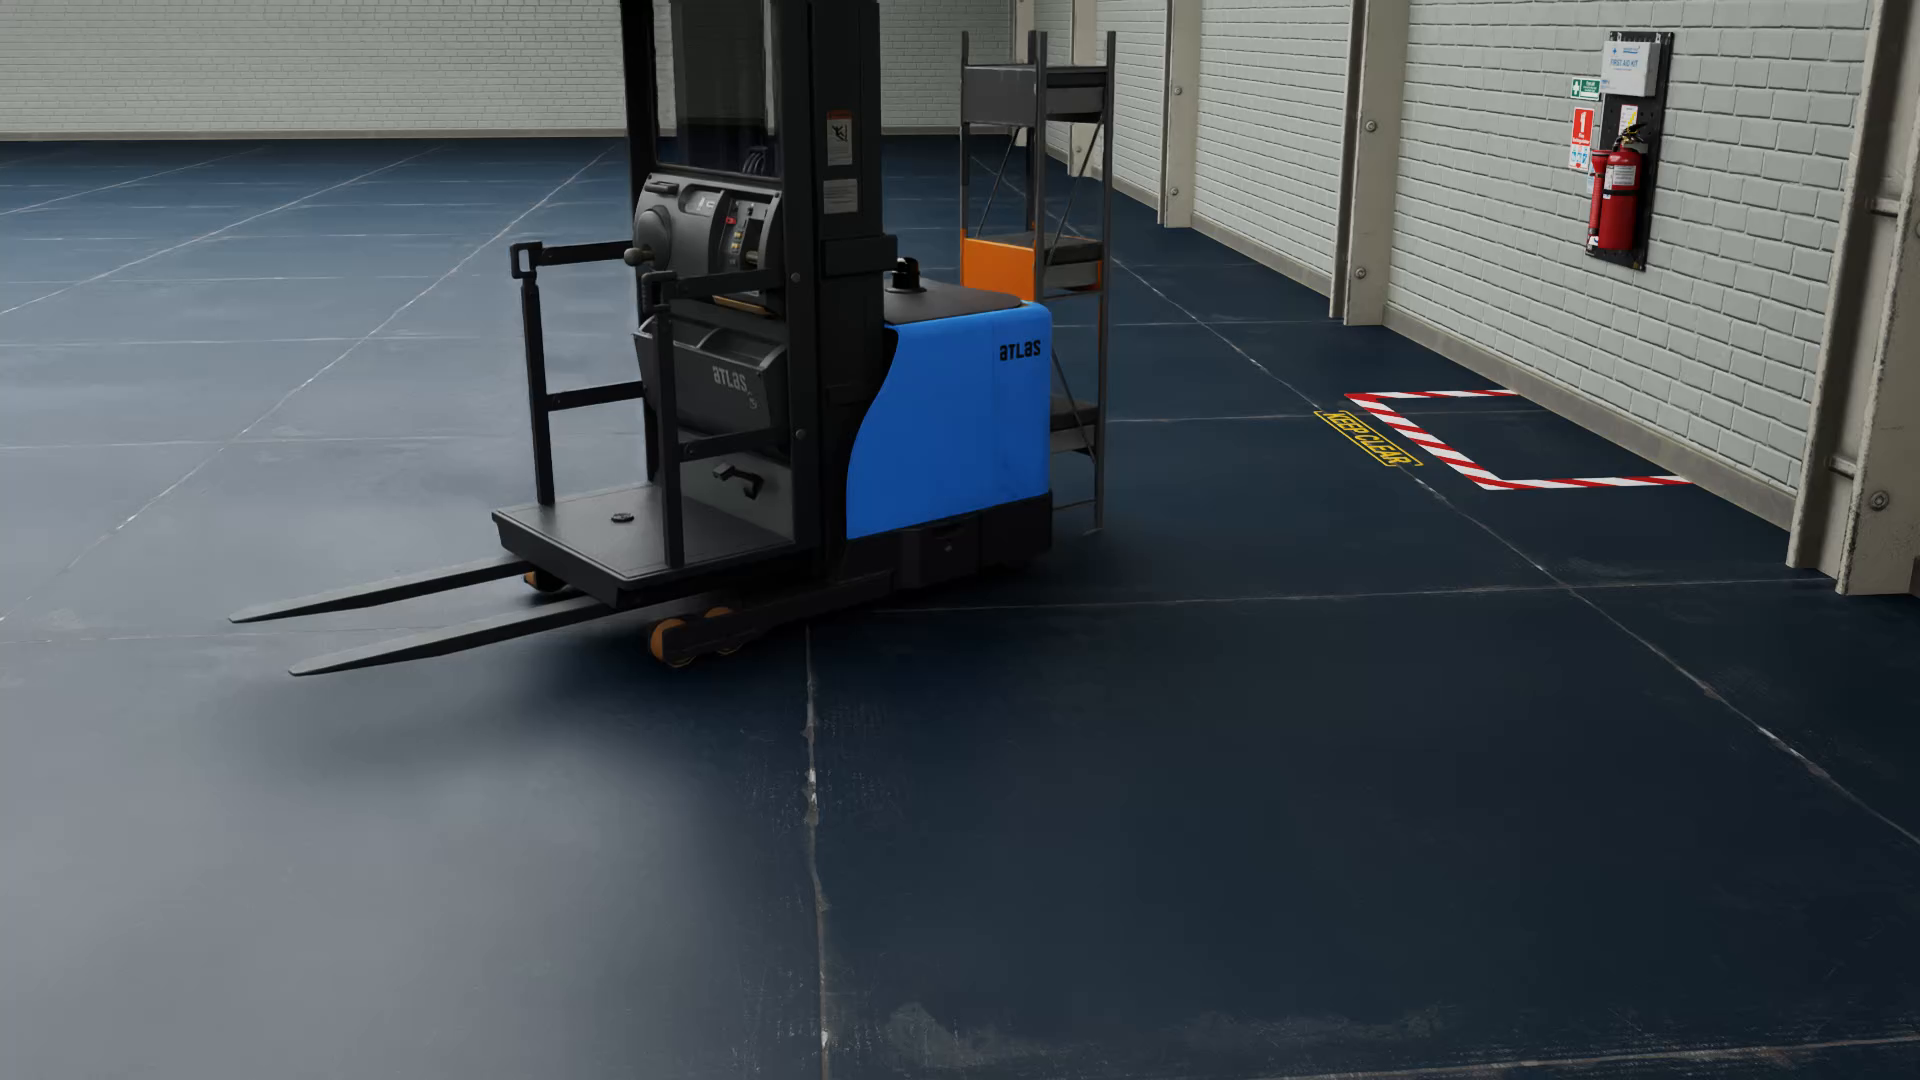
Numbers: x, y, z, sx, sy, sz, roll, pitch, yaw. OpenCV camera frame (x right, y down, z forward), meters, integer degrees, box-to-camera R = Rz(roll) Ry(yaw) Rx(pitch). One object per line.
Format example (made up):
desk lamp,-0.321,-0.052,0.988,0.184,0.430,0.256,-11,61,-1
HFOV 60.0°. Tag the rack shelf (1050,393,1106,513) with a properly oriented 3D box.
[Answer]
rack shelf,0.312,-0.380,7.265,0.431,0.518,0.480,-13,22,-36

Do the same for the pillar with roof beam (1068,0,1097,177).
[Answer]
pillar with roof beam,-2.559,-9.372,22.004,9.100,9.000,0.400,-2,18,-6

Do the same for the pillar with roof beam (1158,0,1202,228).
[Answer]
pillar with roof beam,-1.940,-7.584,16.310,9.100,9.000,0.400,-2,18,-6

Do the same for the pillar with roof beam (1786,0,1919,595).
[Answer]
pillar with roof beam,-0.702,-4.009,4.922,9.100,9.000,0.400,-2,18,-6

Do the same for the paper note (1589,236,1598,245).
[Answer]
paper note,3.413,-1.651,8.900,0.016,0.148,0.142,-2,18,-6

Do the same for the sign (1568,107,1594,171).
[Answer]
sign,3.408,-2.202,9.123,0.001,0.329,0.234,-2,18,-6

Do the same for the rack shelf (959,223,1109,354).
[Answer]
rack shelf,0.313,-1.048,7.056,0.431,0.518,0.480,-13,22,-36

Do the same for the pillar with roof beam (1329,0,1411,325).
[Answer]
pillar with roof beam,-1.321,-5.796,10.616,9.100,9.000,0.400,-2,18,-6

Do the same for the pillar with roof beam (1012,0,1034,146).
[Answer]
pillar with roof beam,-3.178,-11.159,27.698,9.100,9.000,0.400,-2,18,-6

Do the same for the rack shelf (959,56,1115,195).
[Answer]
rack shelf,0.313,-1.716,6.846,0.431,0.518,0.480,-13,22,-36

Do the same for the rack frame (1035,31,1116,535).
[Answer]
rack frame,0.464,-1.004,6.869,0.400,2.100,0.015,-13,22,-36

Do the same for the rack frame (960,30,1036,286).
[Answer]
rack frame,0.161,-1.119,7.234,0.400,2.100,0.015,-13,22,-36

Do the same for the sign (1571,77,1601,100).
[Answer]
sign,3.400,-2.453,9.038,0.001,0.109,0.331,-2,18,-6

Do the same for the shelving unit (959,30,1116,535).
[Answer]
shelving unit,0.313,-1.061,7.052,0.431,2.100,0.503,-13,22,-36

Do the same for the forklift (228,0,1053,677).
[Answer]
forklift,-1.084,-1.134,5.897,3.031,2.935,1.130,-14,22,-37

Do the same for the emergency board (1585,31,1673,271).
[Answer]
emergency board,3.363,-2.017,8.594,0.194,1.169,0.643,-2,18,-6
